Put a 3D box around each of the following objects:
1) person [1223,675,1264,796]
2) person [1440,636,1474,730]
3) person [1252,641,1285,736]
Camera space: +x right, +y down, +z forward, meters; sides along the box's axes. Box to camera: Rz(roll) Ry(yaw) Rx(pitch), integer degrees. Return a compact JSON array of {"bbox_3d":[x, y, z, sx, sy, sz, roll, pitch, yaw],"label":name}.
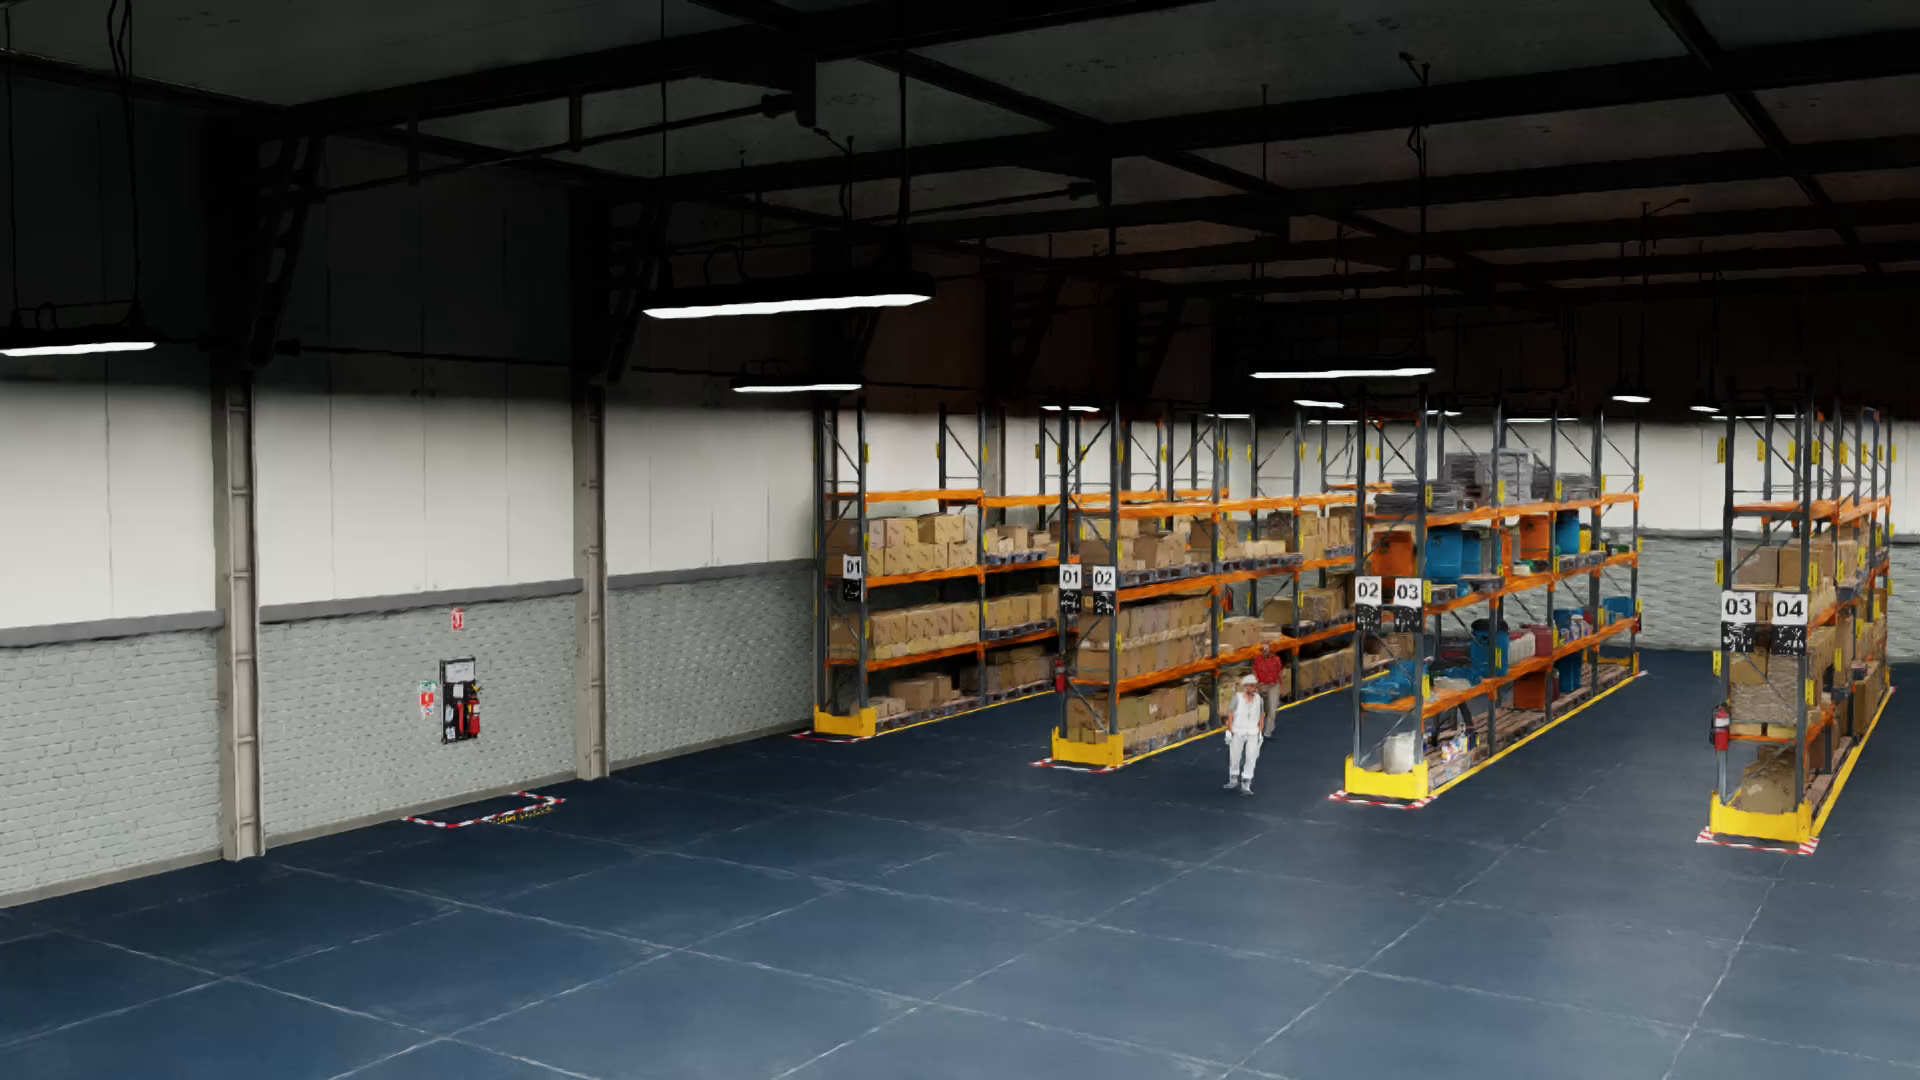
[{"bbox_3d":[4.159,2.838,24.376,0.583,1.776,0.574,0,3,-2],"label":"person"},{"bbox_3d":[8.580,2.501,28.679,0.550,1.588,0.614,1,3,15],"label":"person"},{"bbox_3d":[5.428,2.610,29.447,0.547,1.640,1.116,2,3,30],"label":"person"}]
